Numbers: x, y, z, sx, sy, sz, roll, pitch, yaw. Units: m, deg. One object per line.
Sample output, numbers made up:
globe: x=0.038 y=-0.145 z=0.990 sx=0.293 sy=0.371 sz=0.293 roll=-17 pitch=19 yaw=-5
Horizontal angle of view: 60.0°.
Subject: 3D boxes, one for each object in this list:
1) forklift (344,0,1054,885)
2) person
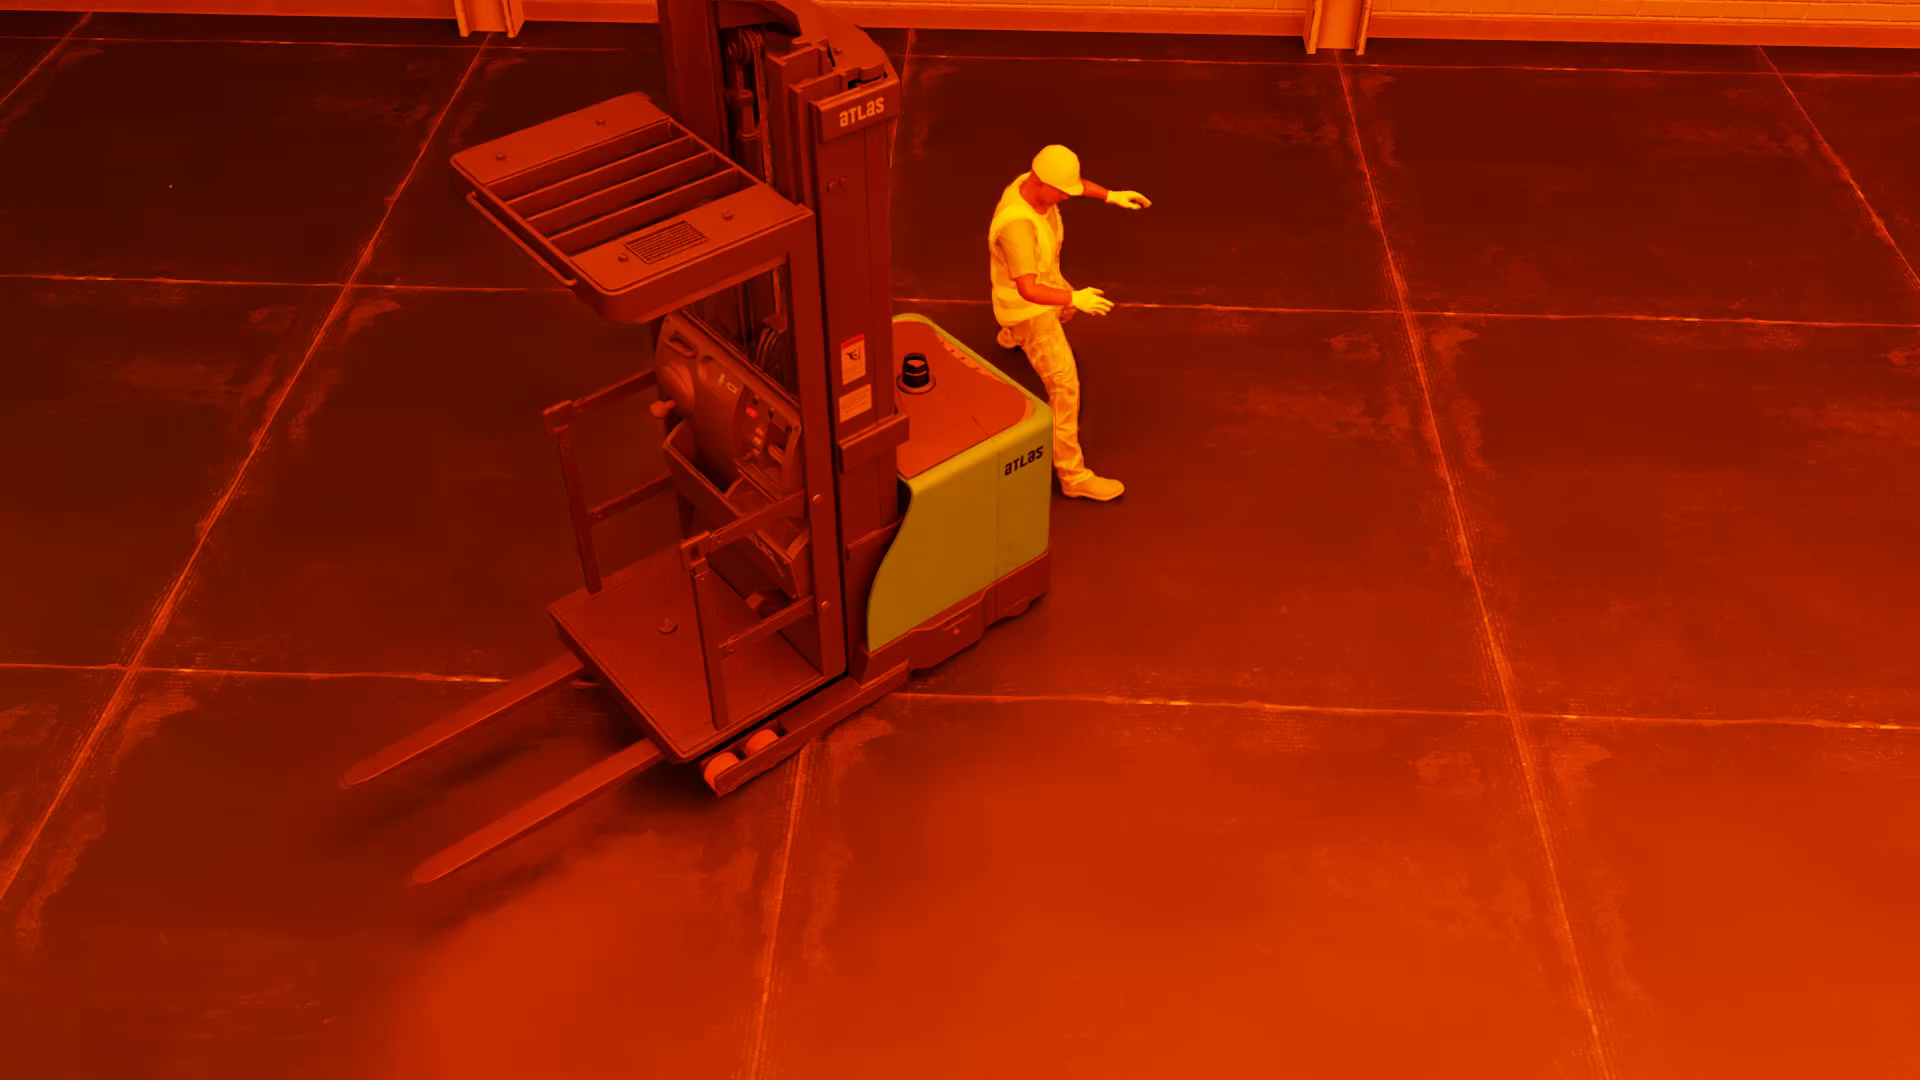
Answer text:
forklift: x=-1.052 y=-0.455 z=6.240 sx=3.031 sy=2.935 sz=1.130 roll=-29 pitch=50 yaw=-28
person: x=0.513 y=-1.232 z=8.101 sx=0.858 sy=1.558 sz=1.320 roll=9 pitch=43 yaw=10
